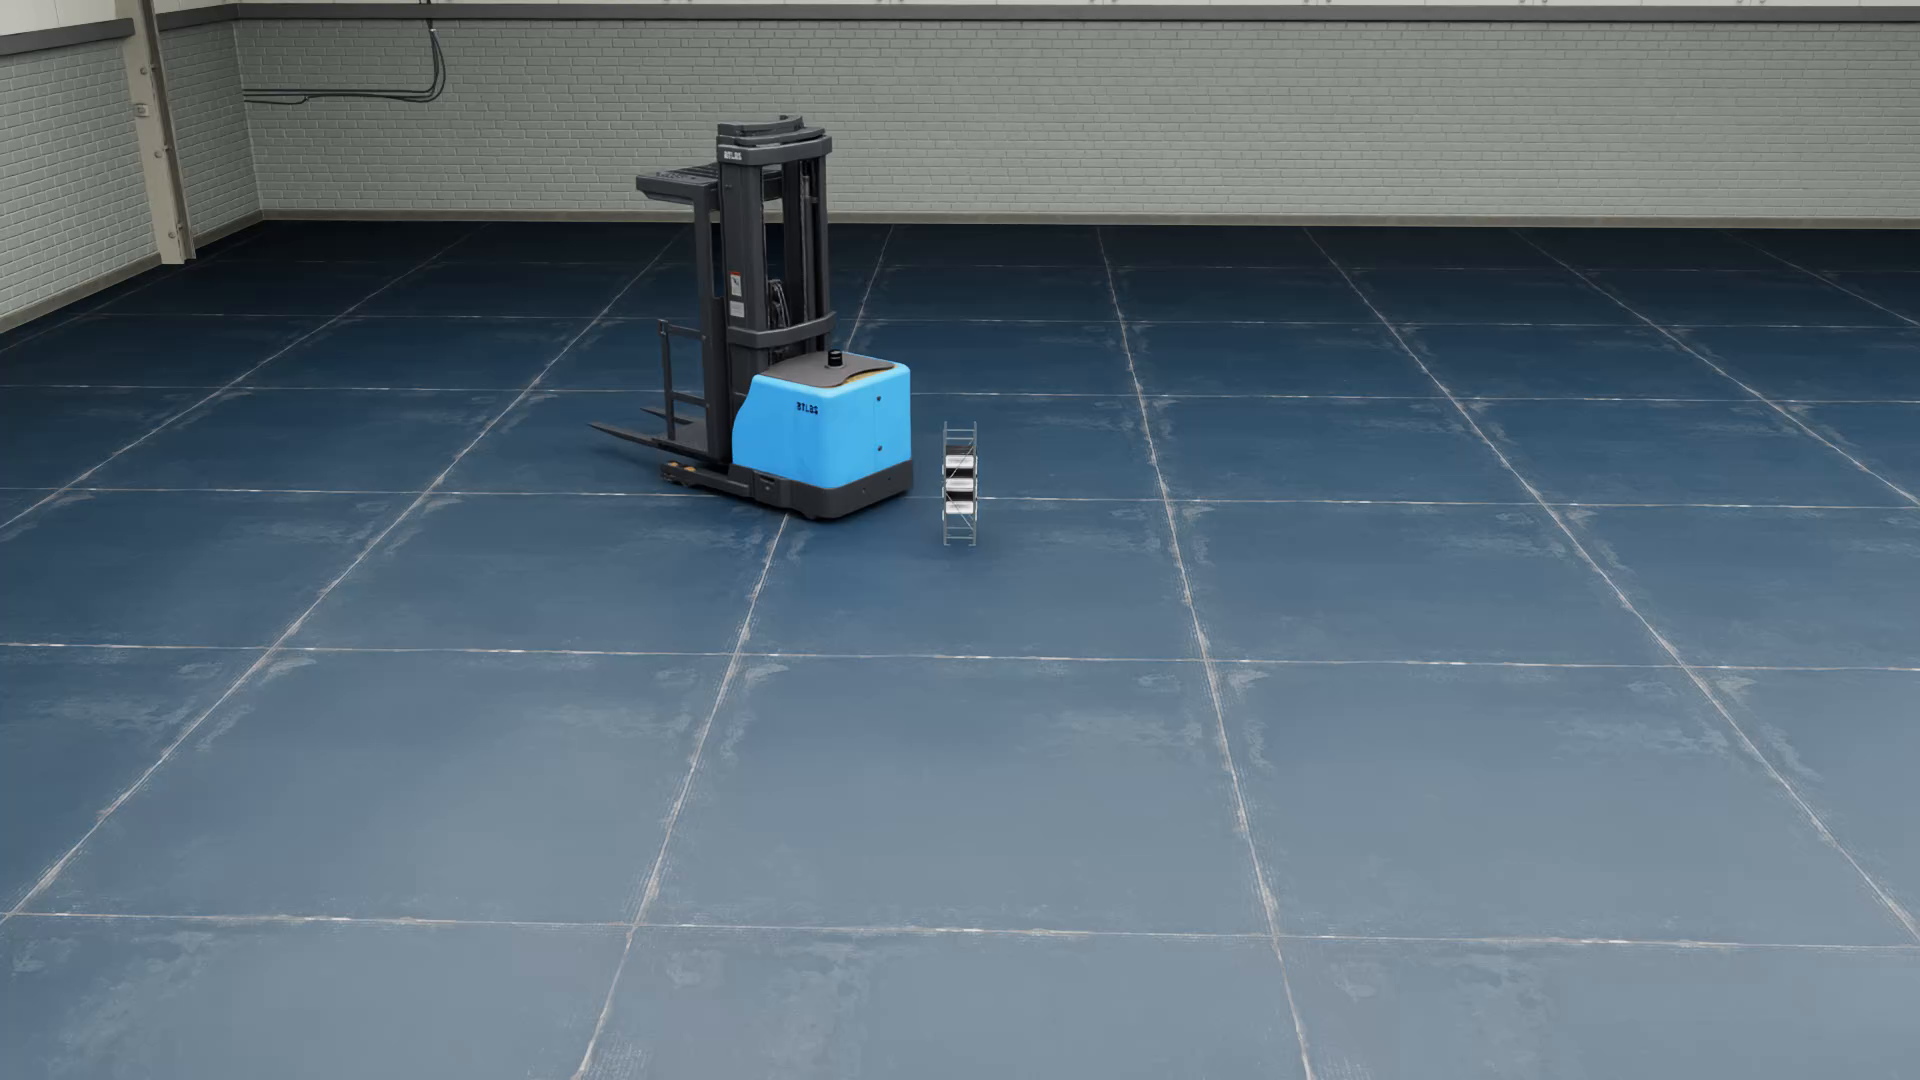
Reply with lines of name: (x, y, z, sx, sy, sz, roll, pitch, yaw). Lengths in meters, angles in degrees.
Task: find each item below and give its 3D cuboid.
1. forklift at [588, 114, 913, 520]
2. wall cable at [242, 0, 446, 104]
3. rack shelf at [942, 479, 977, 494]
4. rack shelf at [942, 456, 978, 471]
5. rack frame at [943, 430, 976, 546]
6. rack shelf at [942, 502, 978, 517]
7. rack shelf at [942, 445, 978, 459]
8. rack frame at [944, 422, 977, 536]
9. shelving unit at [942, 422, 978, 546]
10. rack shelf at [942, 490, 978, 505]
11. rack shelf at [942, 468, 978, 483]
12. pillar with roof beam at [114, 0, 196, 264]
forklift: (-1.854, -1.935, 13.465, 3.031, 2.935, 1.130, 16, 26, 35)
wall cable: (-8.975, -7.508, 23.732, 3.097, 2.526, 0.112, 1, 21, 2)
rack shelf: (0.000, -0.386, 12.371, 0.258, 0.077, 0.200, 1, 21, 2)
rack shelf: (0.000, -0.553, 12.306, 0.258, 0.077, 0.200, 1, 21, 2)
rack frame: (-0.003, -0.380, 12.264, 0.240, 0.900, 0.006, 1, 21, 2)
rack shelf: (0.000, -0.218, 12.436, 0.258, 0.077, 0.200, 1, 21, 2)
rack shelf: (0.000, -0.637, 12.273, 0.258, 0.077, 0.200, 1, 21, 2)
rack frame: (0.003, -0.453, 12.453, 0.240, 0.900, 0.006, 1, 21, 2)
shelving unit: (0.000, -0.417, 12.359, 0.258, 0.900, 0.210, 1, 21, 2)
rack shelf: (0.000, -0.302, 12.403, 0.258, 0.077, 0.200, 1, 21, 2)
rack shelf: (0.000, -0.469, 12.338, 0.258, 0.077, 0.200, 1, 21, 2)
pillar with roof beam: (-6.084, -7.858, 20.340, 9.100, 9.000, 0.400, 1, 21, 2)
